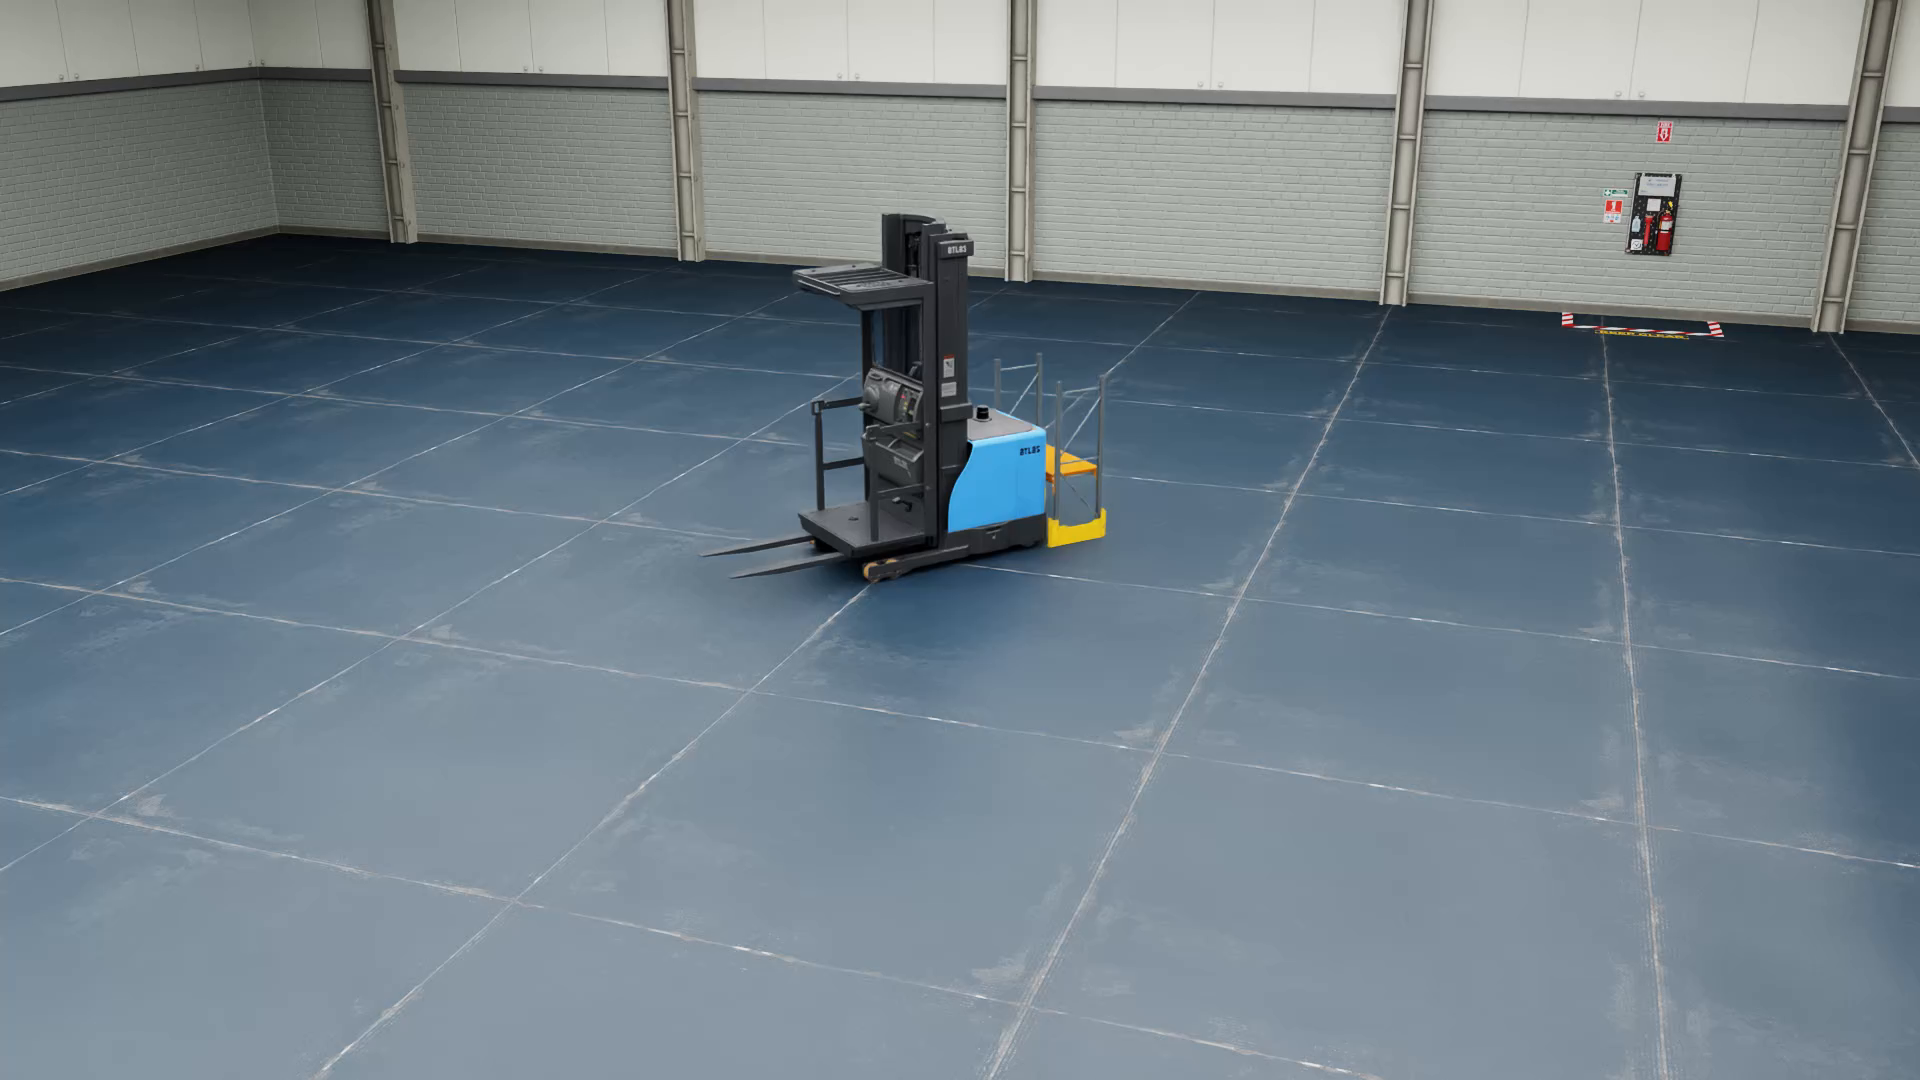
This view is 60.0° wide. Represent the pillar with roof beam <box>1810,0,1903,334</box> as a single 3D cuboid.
[{"bbox_3d":[10.892,-5.884,18.286,0.400,9.000,9.100,7,20,18],"label":"pillar with roof beam"}]

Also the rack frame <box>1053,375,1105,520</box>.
[{"bbox_3d":[1.058,-0.703,14.815,0.500,1.500,0.032,-11,22,-29],"label":"rack frame"}]

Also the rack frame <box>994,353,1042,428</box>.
[{"bbox_3d":[0.543,-0.992,15.643,0.500,1.500,0.032,-11,22,-29],"label":"rack frame"}]

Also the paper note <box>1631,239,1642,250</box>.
[{"bbox_3d":[9.838,-4.293,24.174,0.142,0.148,0.016,7,20,18],"label":"paper note"}]

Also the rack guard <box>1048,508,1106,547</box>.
[{"bbox_3d":[1.057,-0.114,15.022,0.587,0.250,0.087,-11,22,-29],"label":"rack guard"}]

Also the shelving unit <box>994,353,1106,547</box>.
[{"bbox_3d":[0.805,-0.845,15.222,0.587,1.500,1.083,-11,22,-29],"label":"shelving unit"}]

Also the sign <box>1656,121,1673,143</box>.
[{"bbox_3d":[10.008,-5.795,23.623,0.199,0.298,0.001,7,20,18],"label":"sign"}]

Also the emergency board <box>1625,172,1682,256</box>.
[{"bbox_3d":[9.983,-4.669,23.913,0.643,1.169,0.194,7,20,18],"label":"emergency board"}]

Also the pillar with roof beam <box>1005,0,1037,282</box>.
[{"bbox_3d":[-0.444,-7.180,22.004,0.400,9.000,9.100,7,20,18],"label":"pillar with roof beam"}]

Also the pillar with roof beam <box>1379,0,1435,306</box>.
[{"bbox_3d":[5.224,-6.532,20.145,0.400,9.000,9.100,7,20,18],"label":"pillar with roof beam"}]

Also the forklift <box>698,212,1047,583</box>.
[{"bbox_3d":[-0.751,-1.222,14.130,3.031,2.935,1.130,-11,22,-30],"label":"forklift"}]

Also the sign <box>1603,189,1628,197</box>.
[{"bbox_3d":[9.495,-5.024,24.074,0.331,0.109,0.001,7,20,18],"label":"sign"}]

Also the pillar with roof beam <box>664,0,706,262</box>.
[{"bbox_3d":[-6.112,-7.829,23.863,0.400,9.000,9.100,7,20,18],"label":"pillar with roof beam"}]

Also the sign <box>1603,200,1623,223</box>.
[{"bbox_3d":[9.494,-4.777,24.170,0.234,0.329,0.001,7,20,18],"label":"sign"}]

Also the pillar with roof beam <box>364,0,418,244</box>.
[{"bbox_3d":[-11.779,-8.477,25.723,0.400,9.000,9.100,7,20,18],"label":"pillar with roof beam"}]

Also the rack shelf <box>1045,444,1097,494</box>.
[{"bbox_3d":[0.800,-0.678,15.288,0.538,0.185,1.000,-11,22,-29],"label":"rack shelf"}]
